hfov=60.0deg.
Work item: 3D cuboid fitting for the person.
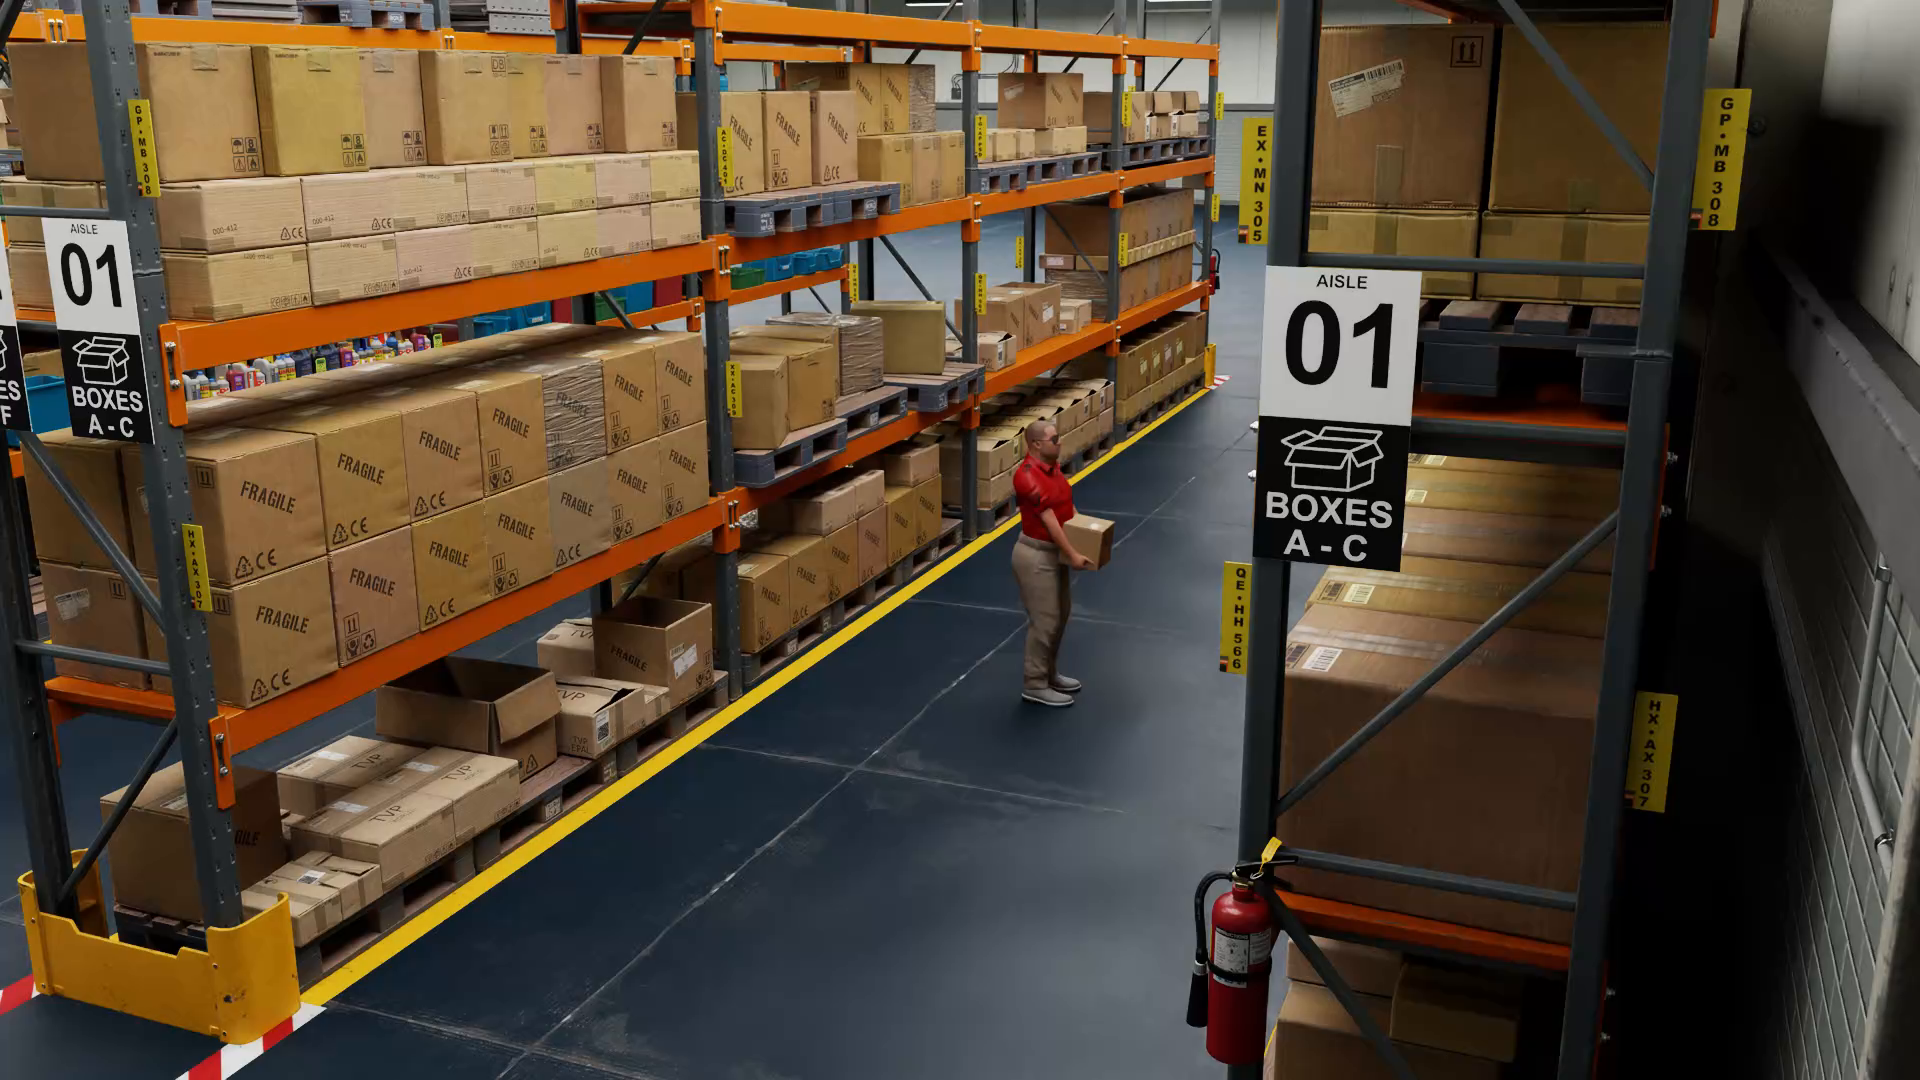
[{"bbox_3d":[0.603,0.133,10.087,0.540,1.722,0.490,6,16,21],"label":"person"}]
